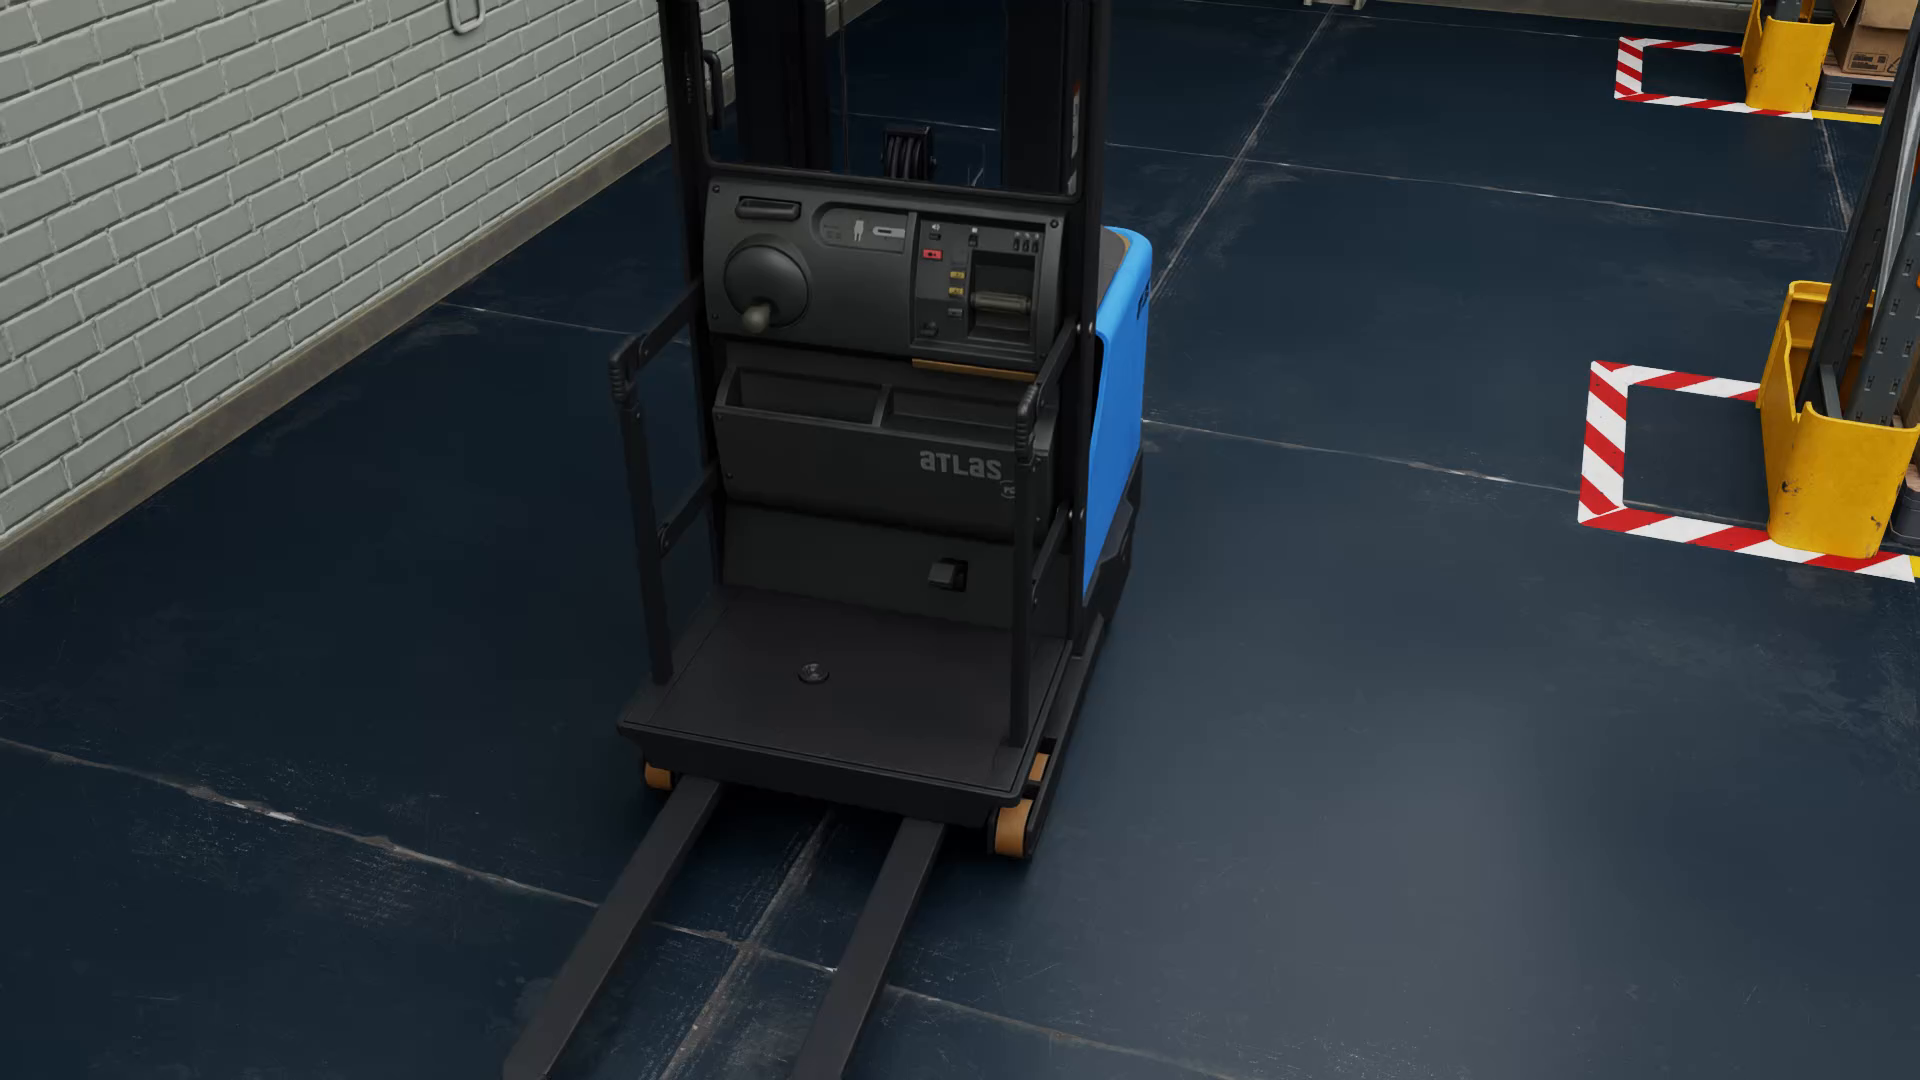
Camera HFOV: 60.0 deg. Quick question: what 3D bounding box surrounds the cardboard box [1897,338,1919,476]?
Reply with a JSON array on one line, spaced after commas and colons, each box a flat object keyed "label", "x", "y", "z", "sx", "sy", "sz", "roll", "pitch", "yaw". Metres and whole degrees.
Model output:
[{"label": "cardboard box", "x": 3.822, "y": -0.538, "z": 5.793, "sx": 0.875, "sy": 0.438, "sz": 0.875, "roll": 10, "pitch": 34, "yaw": 15}]

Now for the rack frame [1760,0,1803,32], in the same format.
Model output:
[{"label": "rack frame", "x": 4.838, "y": -4.043, "z": 9.247, "sx": 0.127, "sy": 3.000, "sz": 1.000, "roll": 11, "pitch": 34, "yaw": 16}]

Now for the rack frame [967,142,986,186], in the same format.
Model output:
[{"label": "rack frame", "x": 0.056, "y": -0.778, "z": 5.849, "sx": 0.006, "sy": 1.200, "sz": 0.240, "roll": 8, "pitch": 34, "yaw": 12}]

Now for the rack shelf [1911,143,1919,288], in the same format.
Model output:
[{"label": "rack shelf", "x": 5.050, "y": -0.840, "z": 4.949, "sx": 4.000, "sy": 0.370, "sz": 1.077, "roll": 11, "pitch": 34, "yaw": 16}]

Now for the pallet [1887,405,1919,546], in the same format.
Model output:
[{"label": "pallet", "x": 3.946, "y": -0.230, "z": 5.912, "sx": 1.213, "sy": 0.211, "sz": 1.003, "roll": 11, "pitch": 34, "yaw": 16}]

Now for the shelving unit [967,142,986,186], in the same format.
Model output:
[{"label": "shelving unit", "x": 0.144, "y": -0.766, "z": 5.830, "sx": 0.189, "sy": 1.200, "sz": 0.258, "roll": 8, "pitch": 34, "yaw": 12}]

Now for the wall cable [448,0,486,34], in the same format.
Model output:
[{"label": "wall cable", "x": -2.149, "y": -2.968, "z": 6.616, "sx": 0.123, "sy": 1.953, "sz": 0.585, "roll": 11, "pitch": 34, "yaw": 16}]

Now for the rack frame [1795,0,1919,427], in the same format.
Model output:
[{"label": "rack frame", "x": 3.167, "y": -1.508, "z": 5.320, "sx": 0.127, "sy": 3.000, "sz": 1.000, "roll": 11, "pitch": 34, "yaw": 16}]

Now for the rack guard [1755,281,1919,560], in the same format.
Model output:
[{"label": "rack guard", "x": 3.145, "y": -0.462, "z": 6.005, "sx": 0.348, "sy": 0.500, "sz": 1.175, "roll": 11, "pitch": 34, "yaw": 16}]

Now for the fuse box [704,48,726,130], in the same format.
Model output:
[{"label": "fuse box", "x": -1.303, "y": -3.033, "z": 8.870, "sx": 0.414, "sy": 1.711, "sz": 0.539, "roll": 11, "pitch": 34, "yaw": 16}]

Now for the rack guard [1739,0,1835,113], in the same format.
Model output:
[{"label": "rack guard", "x": 4.910, "y": -2.979, "z": 9.903, "sx": 0.348, "sy": 0.500, "sz": 1.175, "roll": 11, "pitch": 34, "yaw": 16}]

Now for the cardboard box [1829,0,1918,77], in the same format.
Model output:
[{"label": "cardboard box", "x": 5.382, "y": -3.011, "z": 9.562, "sx": 0.637, "sy": 0.503, "sz": 0.797, "roll": 10, "pitch": 34, "yaw": 15}]

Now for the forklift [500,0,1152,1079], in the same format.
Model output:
[{"label": "forklift", "x": -0.257, "y": -0.620, "z": 4.008, "sx": 1.130, "sy": 2.935, "sz": 3.031, "roll": 8, "pitch": 34, "yaw": 13}]

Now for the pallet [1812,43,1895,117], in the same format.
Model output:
[{"label": "pallet", "x": 5.661, "y": -2.712, "z": 9.757, "sx": 1.213, "sy": 0.211, "sz": 1.003, "roll": 11, "pitch": 34, "yaw": 16}]

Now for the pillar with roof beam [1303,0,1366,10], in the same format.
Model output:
[{"label": "pillar with roof beam", "x": 1.152, "y": -5.319, "z": 5.692, "sx": 0.400, "sy": 9.000, "sz": 9.100, "roll": 11, "pitch": 34, "yaw": 16}]
